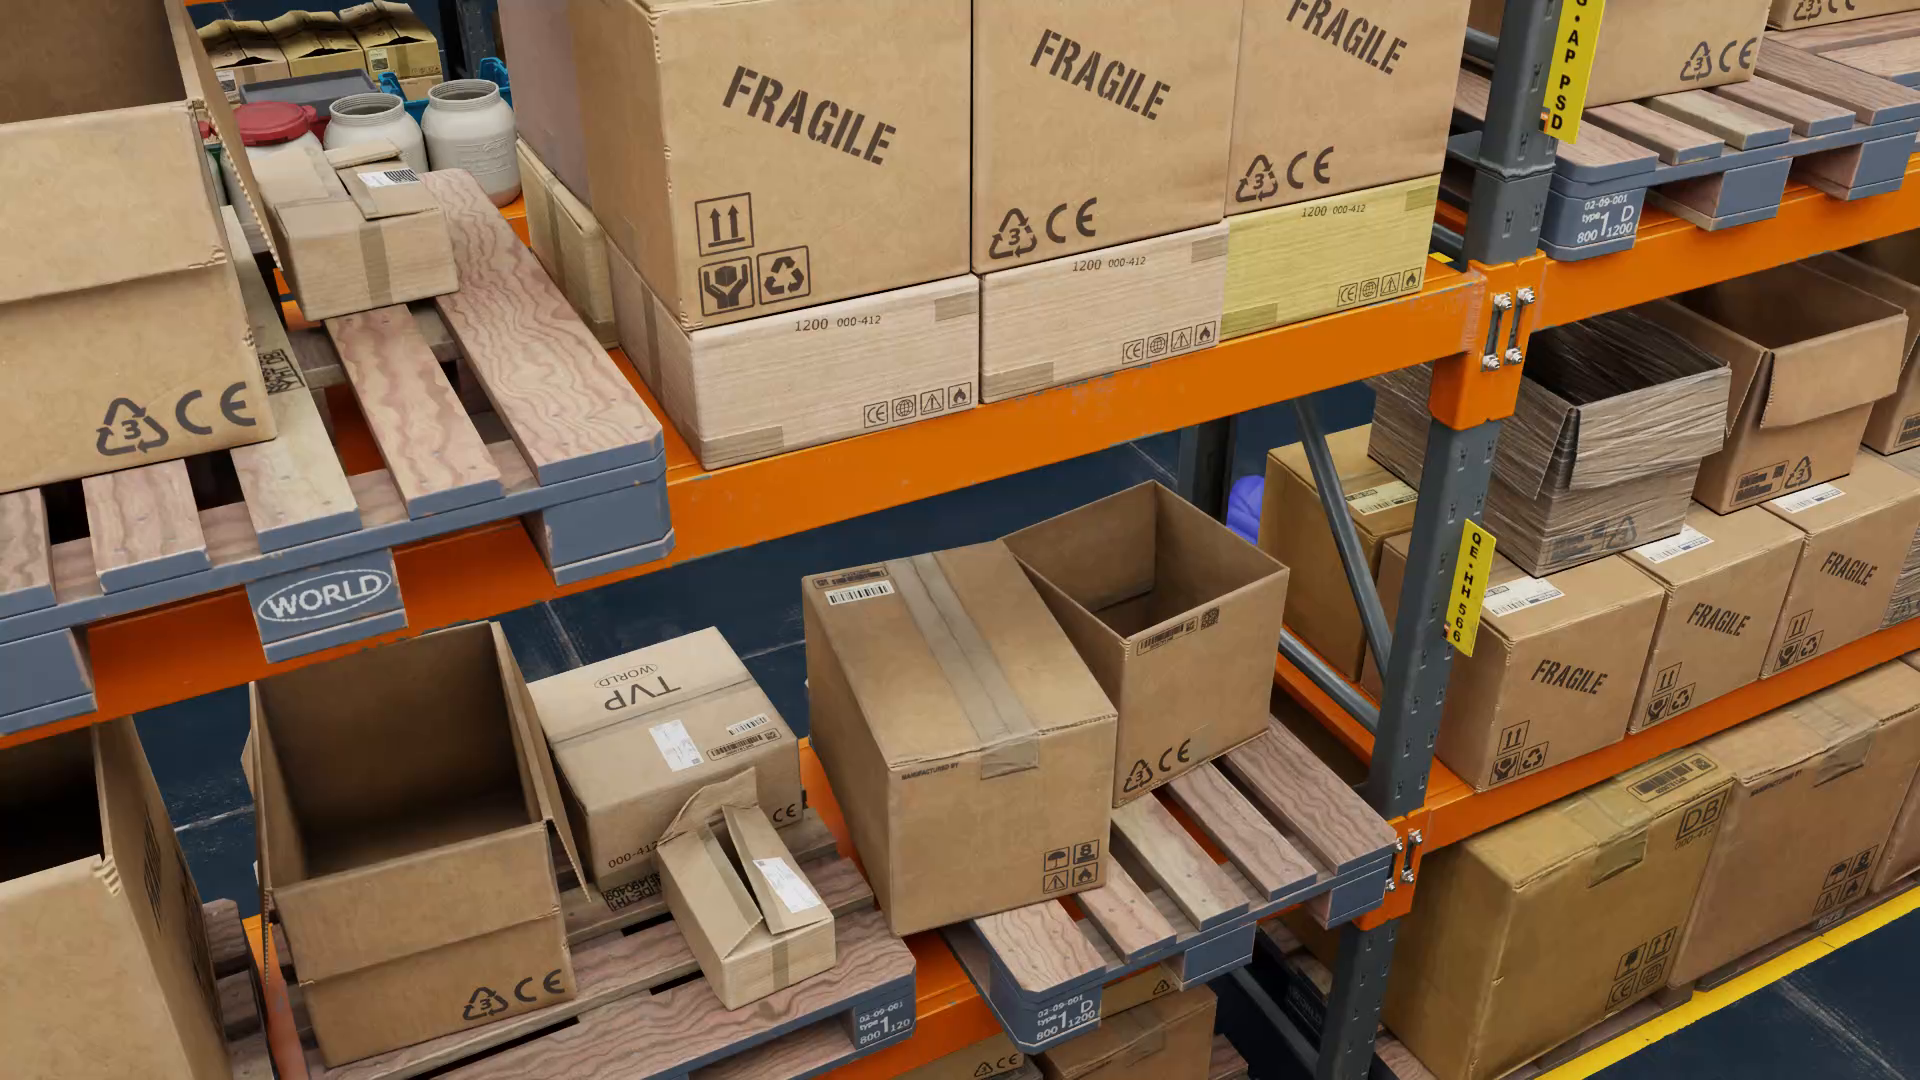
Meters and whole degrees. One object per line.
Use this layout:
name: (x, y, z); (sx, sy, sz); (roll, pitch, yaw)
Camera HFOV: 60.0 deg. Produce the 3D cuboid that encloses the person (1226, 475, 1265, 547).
person: (1.231, 0.093, 6.676); (0.827, 0.938, 0.472); (-15, 36, -21)
